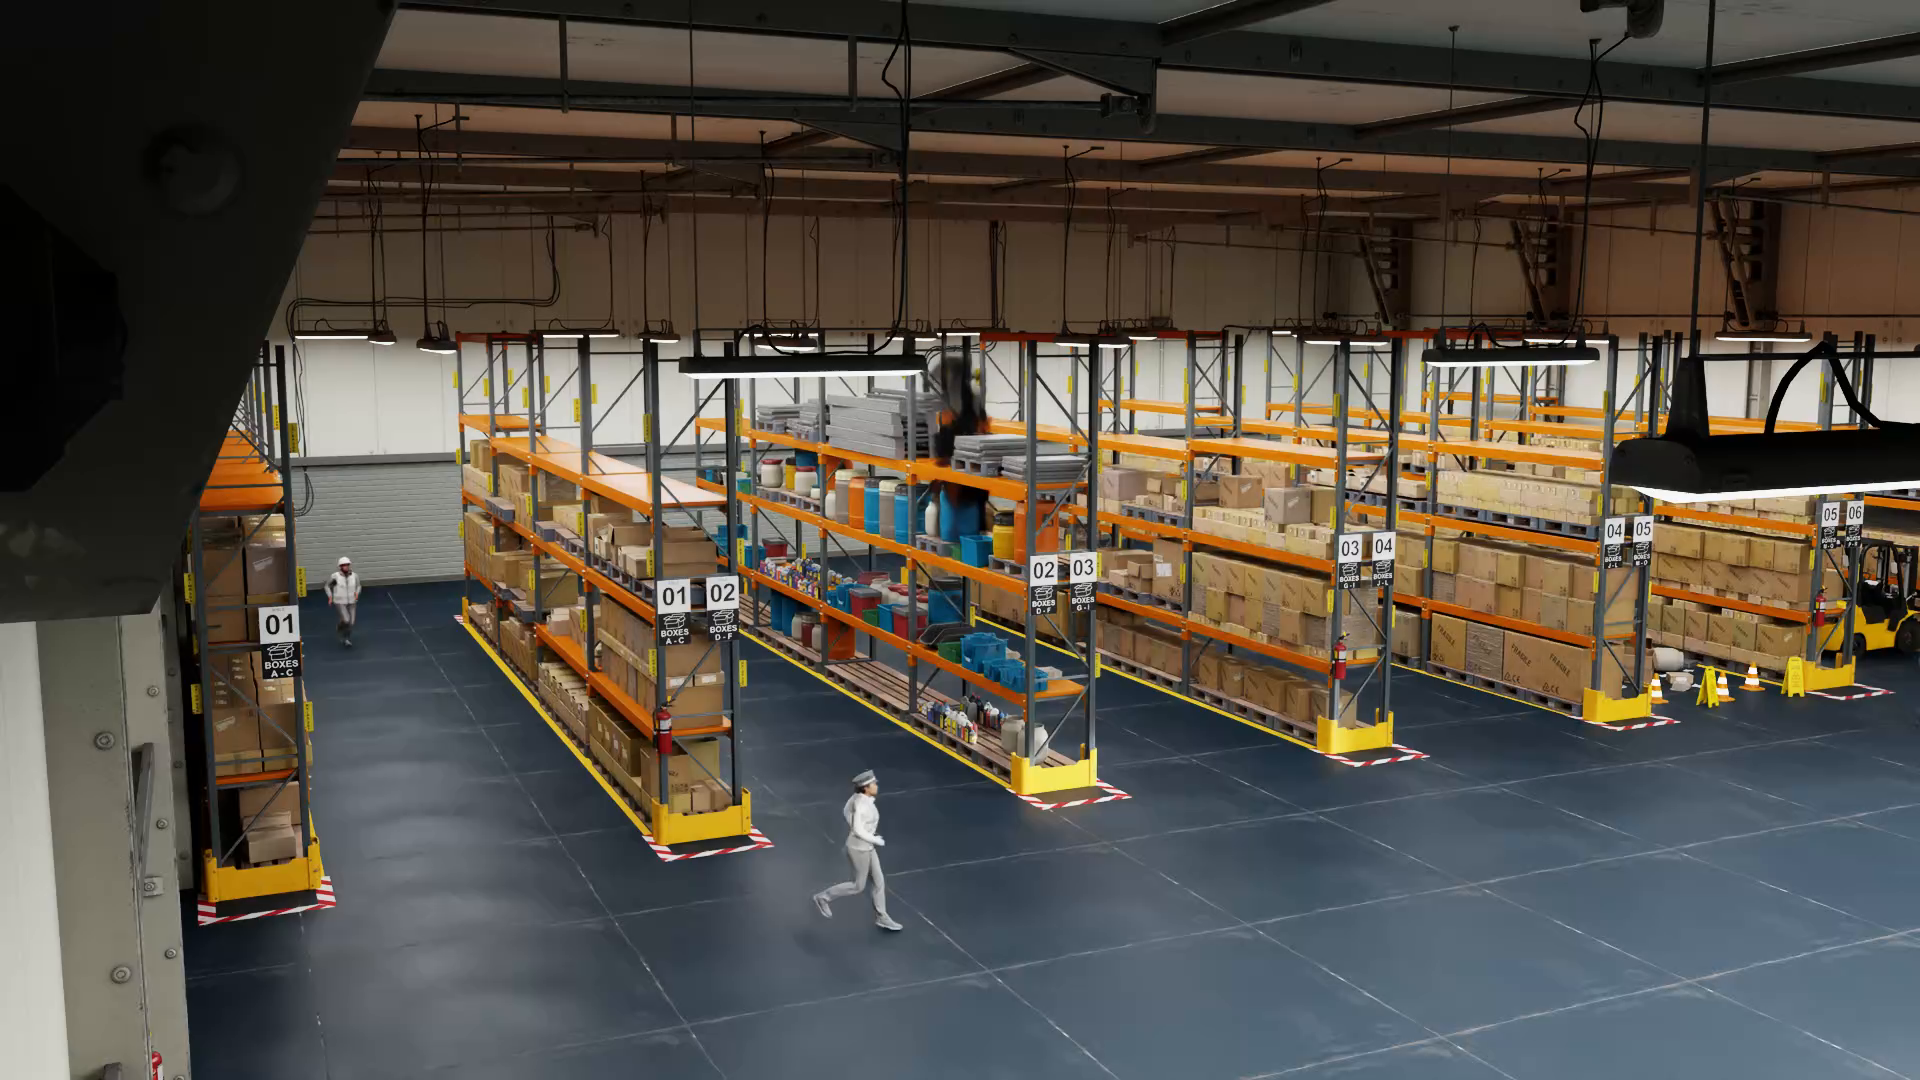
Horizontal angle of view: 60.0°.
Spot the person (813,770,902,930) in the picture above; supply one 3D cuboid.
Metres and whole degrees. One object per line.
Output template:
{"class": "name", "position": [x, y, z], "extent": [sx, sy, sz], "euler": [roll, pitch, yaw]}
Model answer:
{"class": "person", "position": [-1.059, 3.203, 17.202], "extent": [0.921, 1.686, 0.639], "euler": [0, 8, -2]}

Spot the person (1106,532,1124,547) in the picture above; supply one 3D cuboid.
{"class": "person", "position": [3.929, -0.107, 41.723], "extent": [0.586, 1.639, 0.635], "euler": [0, 8, -3]}

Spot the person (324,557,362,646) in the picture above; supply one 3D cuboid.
{"class": "person", "position": [-11.751, 1.187, 31.813], "extent": [0.641, 1.725, 0.666], "euler": [-7, 10, -41]}

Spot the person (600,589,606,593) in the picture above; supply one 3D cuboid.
{"class": "person", "position": [-7.150, 0.889, 33.753], "extent": [0.654, 1.796, 0.987], "euler": [-5, 9, -34]}
